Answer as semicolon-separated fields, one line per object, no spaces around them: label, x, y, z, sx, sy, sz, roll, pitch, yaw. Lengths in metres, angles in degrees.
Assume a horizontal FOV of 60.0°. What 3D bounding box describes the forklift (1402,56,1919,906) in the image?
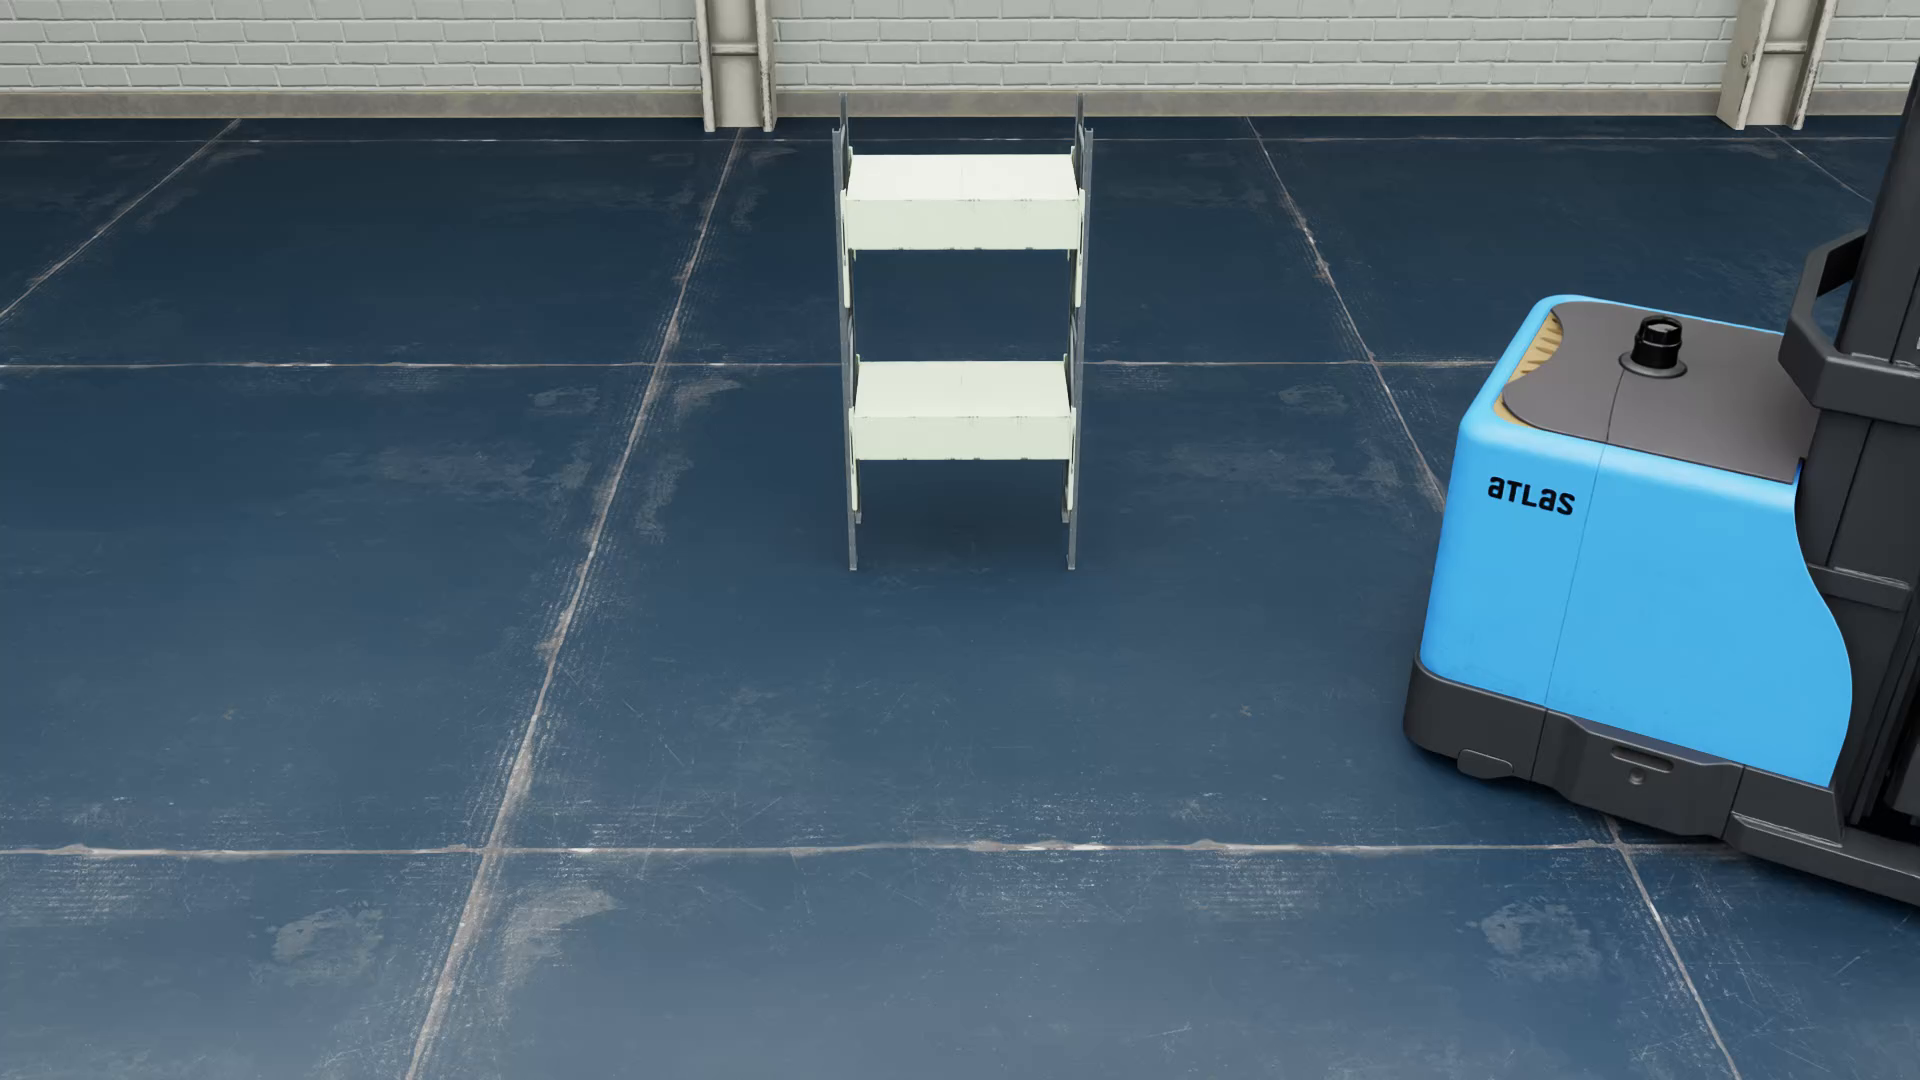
forklift;2.801;-0.490;3.732;3.031;2.935;1.130;16;35;24

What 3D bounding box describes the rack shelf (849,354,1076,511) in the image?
rack shelf;0.007;-0.363;5.530;0.720;0.370;0.431;0;31;0

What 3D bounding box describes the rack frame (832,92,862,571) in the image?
rack frame;-0.359;-0.640;5.359;0.023;1.500;0.400;0;31;0

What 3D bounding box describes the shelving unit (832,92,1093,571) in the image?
shelving unit;0.007;-0.641;5.361;0.755;1.500;0.431;0;31;0

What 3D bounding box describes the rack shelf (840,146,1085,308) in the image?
rack shelf;0.007;-0.975;5.159;0.720;0.370;0.431;0;31;0

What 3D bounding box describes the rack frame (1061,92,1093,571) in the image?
rack frame;0.373;-0.642;5.363;0.023;1.500;0.400;0;31;0

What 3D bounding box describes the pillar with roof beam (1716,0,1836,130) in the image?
pillar with roof beam;4.739;-4.087;3.811;0.400;9.000;9.100;0;31;0

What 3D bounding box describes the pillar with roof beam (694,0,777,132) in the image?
pillar with roof beam;-1.261;-4.069;3.781;0.400;9.000;9.100;0;31;0
